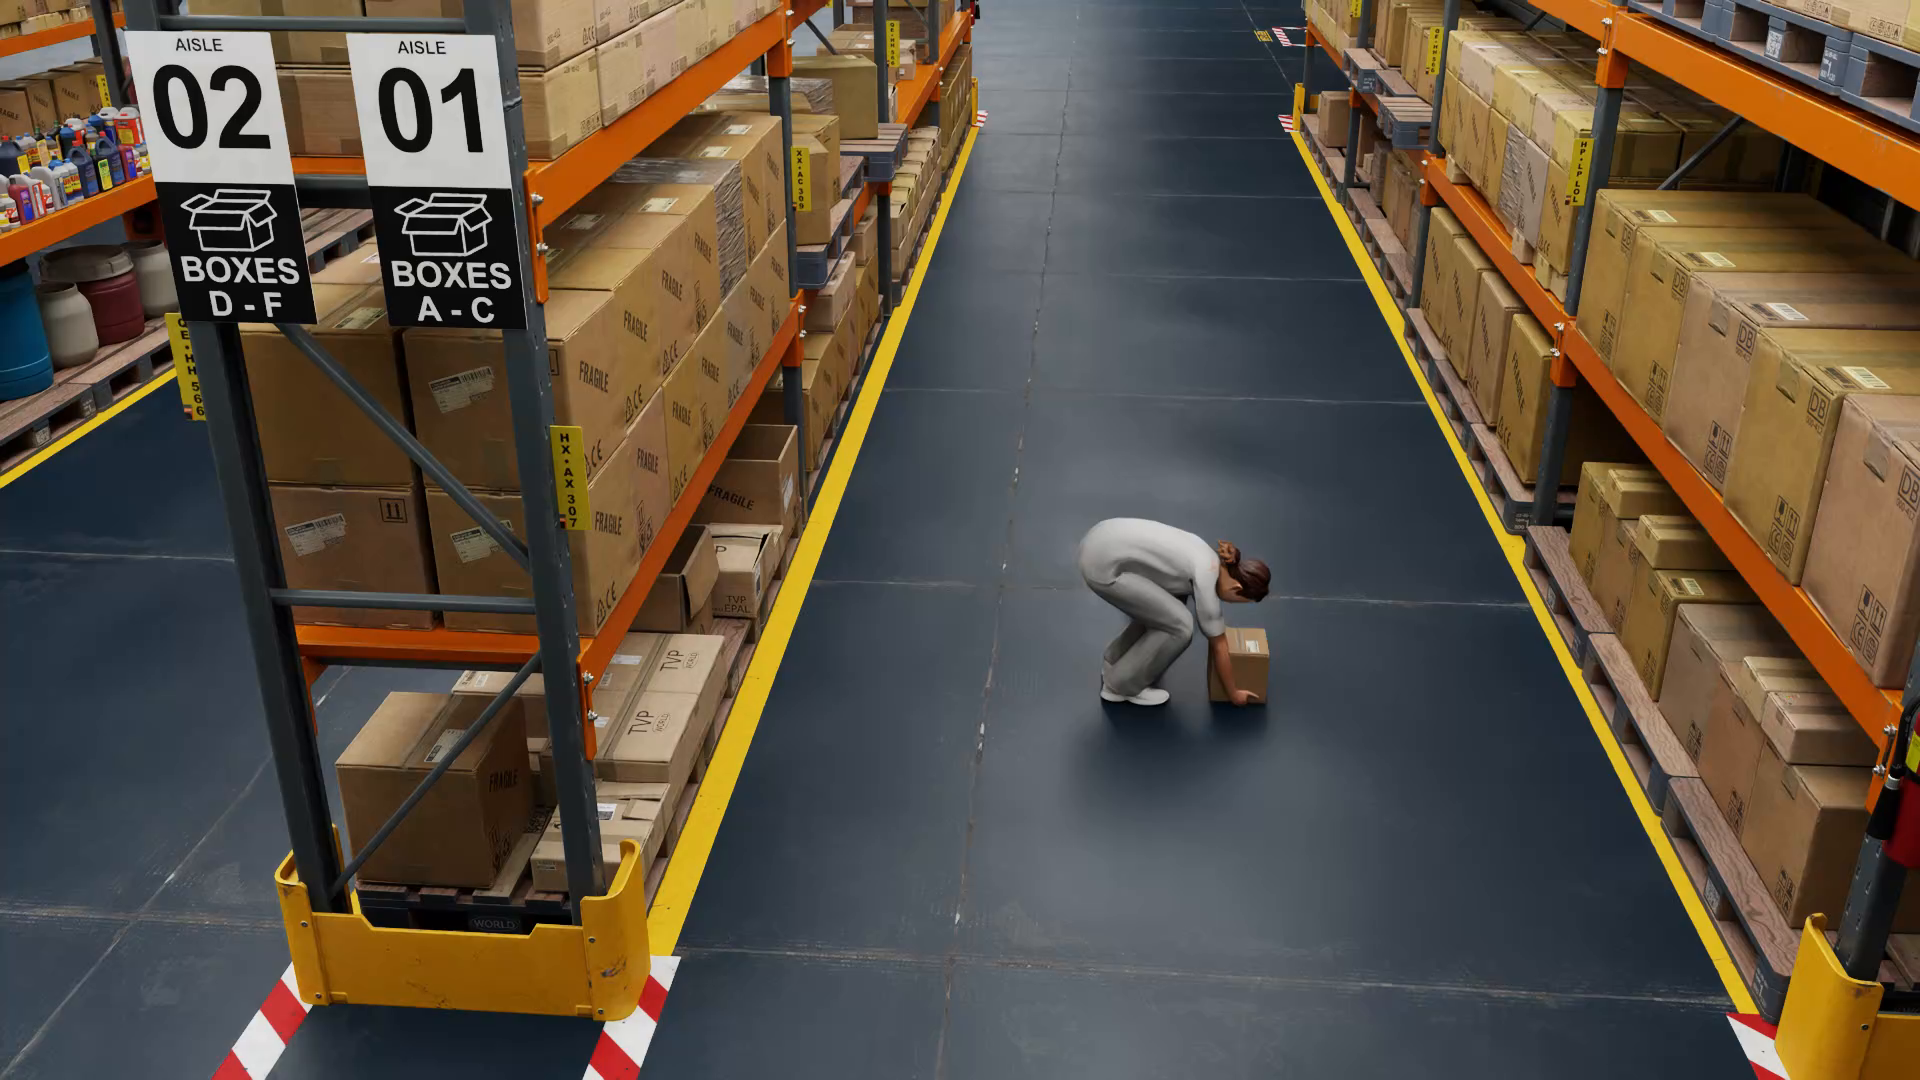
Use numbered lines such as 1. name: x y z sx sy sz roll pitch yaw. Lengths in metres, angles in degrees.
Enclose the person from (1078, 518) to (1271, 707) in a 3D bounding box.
1. person: 0.951 0.310 7.459 0.857 0.837 0.476 1 25 2
